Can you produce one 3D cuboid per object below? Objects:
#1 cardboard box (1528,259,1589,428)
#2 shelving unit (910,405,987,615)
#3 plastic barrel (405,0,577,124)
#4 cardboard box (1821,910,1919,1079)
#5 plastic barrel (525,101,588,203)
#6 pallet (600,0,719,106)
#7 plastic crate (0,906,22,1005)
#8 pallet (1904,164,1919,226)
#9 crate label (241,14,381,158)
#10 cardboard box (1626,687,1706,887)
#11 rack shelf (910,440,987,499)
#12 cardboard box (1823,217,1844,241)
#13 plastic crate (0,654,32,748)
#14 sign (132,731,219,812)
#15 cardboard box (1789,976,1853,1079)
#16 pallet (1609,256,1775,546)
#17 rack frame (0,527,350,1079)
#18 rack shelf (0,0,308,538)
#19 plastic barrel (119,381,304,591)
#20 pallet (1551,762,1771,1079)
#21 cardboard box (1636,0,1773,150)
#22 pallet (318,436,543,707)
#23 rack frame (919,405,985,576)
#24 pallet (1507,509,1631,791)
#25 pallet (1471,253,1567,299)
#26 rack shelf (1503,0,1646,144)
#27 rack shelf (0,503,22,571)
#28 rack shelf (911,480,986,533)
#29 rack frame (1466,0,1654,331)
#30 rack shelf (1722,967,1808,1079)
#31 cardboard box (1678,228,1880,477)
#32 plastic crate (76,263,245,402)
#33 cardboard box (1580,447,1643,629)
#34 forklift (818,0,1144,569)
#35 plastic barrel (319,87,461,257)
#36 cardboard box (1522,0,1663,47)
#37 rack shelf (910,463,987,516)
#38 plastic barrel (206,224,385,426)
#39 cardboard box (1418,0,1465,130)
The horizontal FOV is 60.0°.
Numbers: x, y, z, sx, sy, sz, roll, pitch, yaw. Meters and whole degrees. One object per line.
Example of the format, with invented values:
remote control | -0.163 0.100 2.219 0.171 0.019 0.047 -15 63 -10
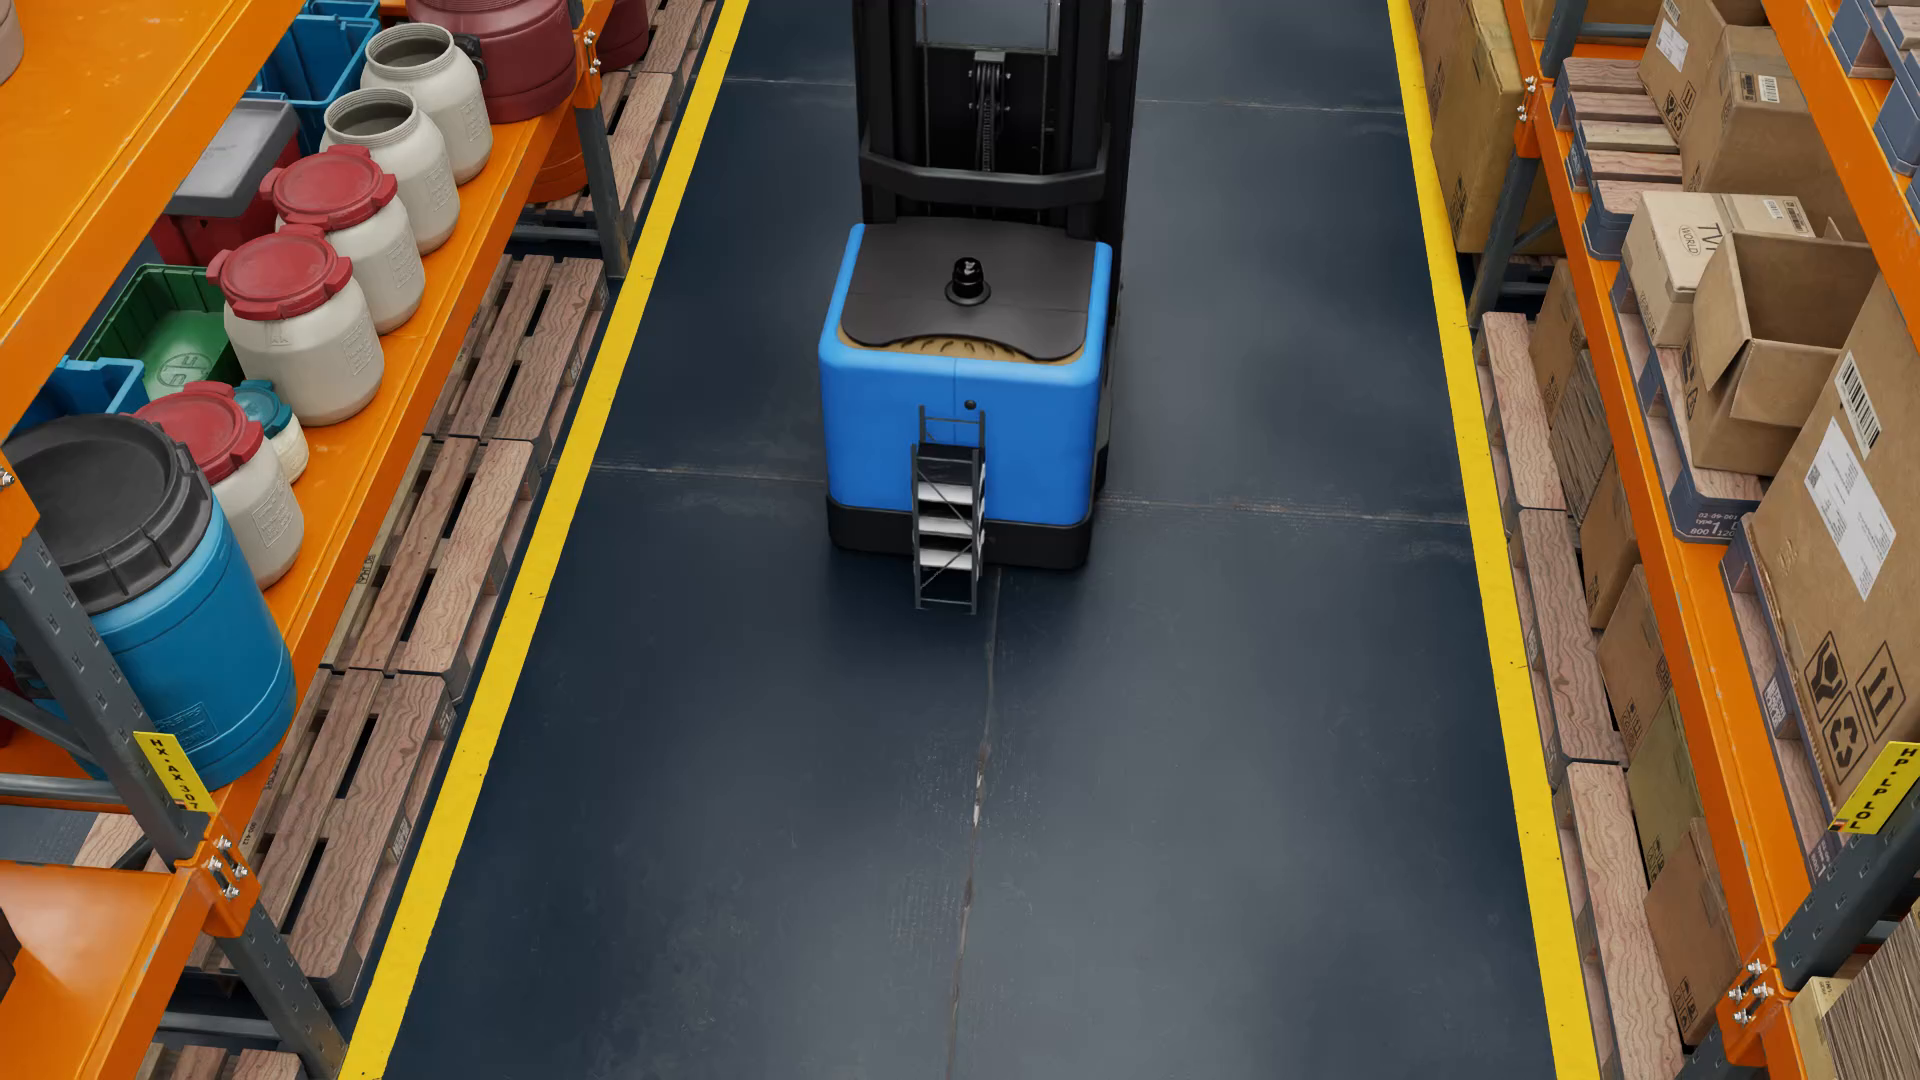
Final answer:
cardboard box | 2.807 -0.803 6.874 0.700 0.500 0.500 2 48 1
shelving unit | -0.042 -0.098 6.255 0.258 0.900 0.210 5 48 5
plastic barrel | -1.825 -2.010 6.489 0.600 0.536 0.708 4 48 4
cardboard box | 2.381 1.140 3.431 0.875 0.500 0.500 4 48 4
plastic barrel | -2.057 -2.095 7.845 0.600 0.830 0.708 4 48 4
pallet | -1.940 -2.860 9.249 1.003 0.211 1.213 4 48 4
plastic crate | -2.623 1.011 3.860 0.767 0.338 0.504 4 48 4
pallet | 2.646 -0.448 3.247 1.213 0.211 1.003 4 48 4
crate label | -2.444 -1.625 6.206 0.502 0.435 0.616 4 48 4
cardboard box | 2.623 0.844 5.367 0.700 0.500 0.500 4 48 3
rack shelf | -0.042 -0.257 6.081 0.258 0.077 0.200 5 48 5
cardboard box | 2.965 -0.845 5.322 0.396 0.266 0.258 3 48 2
plastic crate | -2.710 0.216 4.502 0.402 0.464 0.583 4 48 4
sign | -1.902 0.566 4.038 0.100 0.325 0.005 4 48 4
cardboard box | 2.164 1.170 3.843 0.380 0.149 0.250 4 48 4
pallet | 2.708 -0.470 5.303 1.003 0.211 1.213 4 48 4
rack frame | -2.449 0.614 4.181 1.000 3.000 0.127 4 48 4
rack shelf | -2.267 -1.625 4.684 1.077 0.370 4.000 4 48 4
plastic barrel | -2.143 -0.120 4.761 0.433 0.535 0.433 0 48 0
pallet | 2.553 1.316 5.429 1.003 0.211 1.213 4 48 4
cardboard box | 2.839 -1.768 6.008 0.500 0.500 0.500 -1 48 -1
pallet | -2.307 0.077 6.563 1.003 0.211 1.213 4 48 4
rack frame | -0.029 -0.172 6.324 0.240 0.900 0.006 5 48 5
pallet | 2.662 0.417 6.251 1.003 0.211 1.213 4 48 4
pallet | 2.995 -1.625 8.119 1.003 0.211 1.213 4 48 4
rack shelf | 3.030 -3.219 8.175 1.077 0.370 4.000 4 48 4
rack shelf | -2.631 1.314 1.996 1.077 0.370 4.000 4 48 4
rack shelf | -0.042 -0.136 6.214 0.258 0.077 0.200 5 48 5
rack frame | 2.848 -1.992 6.565 1.000 3.000 0.127 4 48 4
rack shelf | 2.301 2.660 2.798 1.077 0.370 4.000 4 48 4
cardboard box | 2.549 -0.509 4.854 0.797 0.503 0.637 8 48 8
plastic crate | -2.571 -0.613 5.447 0.450 0.188 0.662 4 48 4
cardboard box | 2.724 0.022 6.118 0.700 0.500 0.500 7 48 7
forklift | 0.170 -1.973 6.594 1.130 2.935 3.031 5 48 5
plastic barrel | -2.004 -1.283 5.841 0.421 0.512 0.421 0 48 0
cardboard box | 2.646 -2.405 6.875 0.500 0.500 0.500 5 48 5
rack shelf | -0.042 -0.197 6.147 0.258 0.077 0.200 5 48 5
plastic barrel | -2.076 -0.659 5.254 0.433 0.535 0.433 0 48 0
cardboard box | 3.020 -2.577 8.255 1.225 0.875 0.875 4 48 4
